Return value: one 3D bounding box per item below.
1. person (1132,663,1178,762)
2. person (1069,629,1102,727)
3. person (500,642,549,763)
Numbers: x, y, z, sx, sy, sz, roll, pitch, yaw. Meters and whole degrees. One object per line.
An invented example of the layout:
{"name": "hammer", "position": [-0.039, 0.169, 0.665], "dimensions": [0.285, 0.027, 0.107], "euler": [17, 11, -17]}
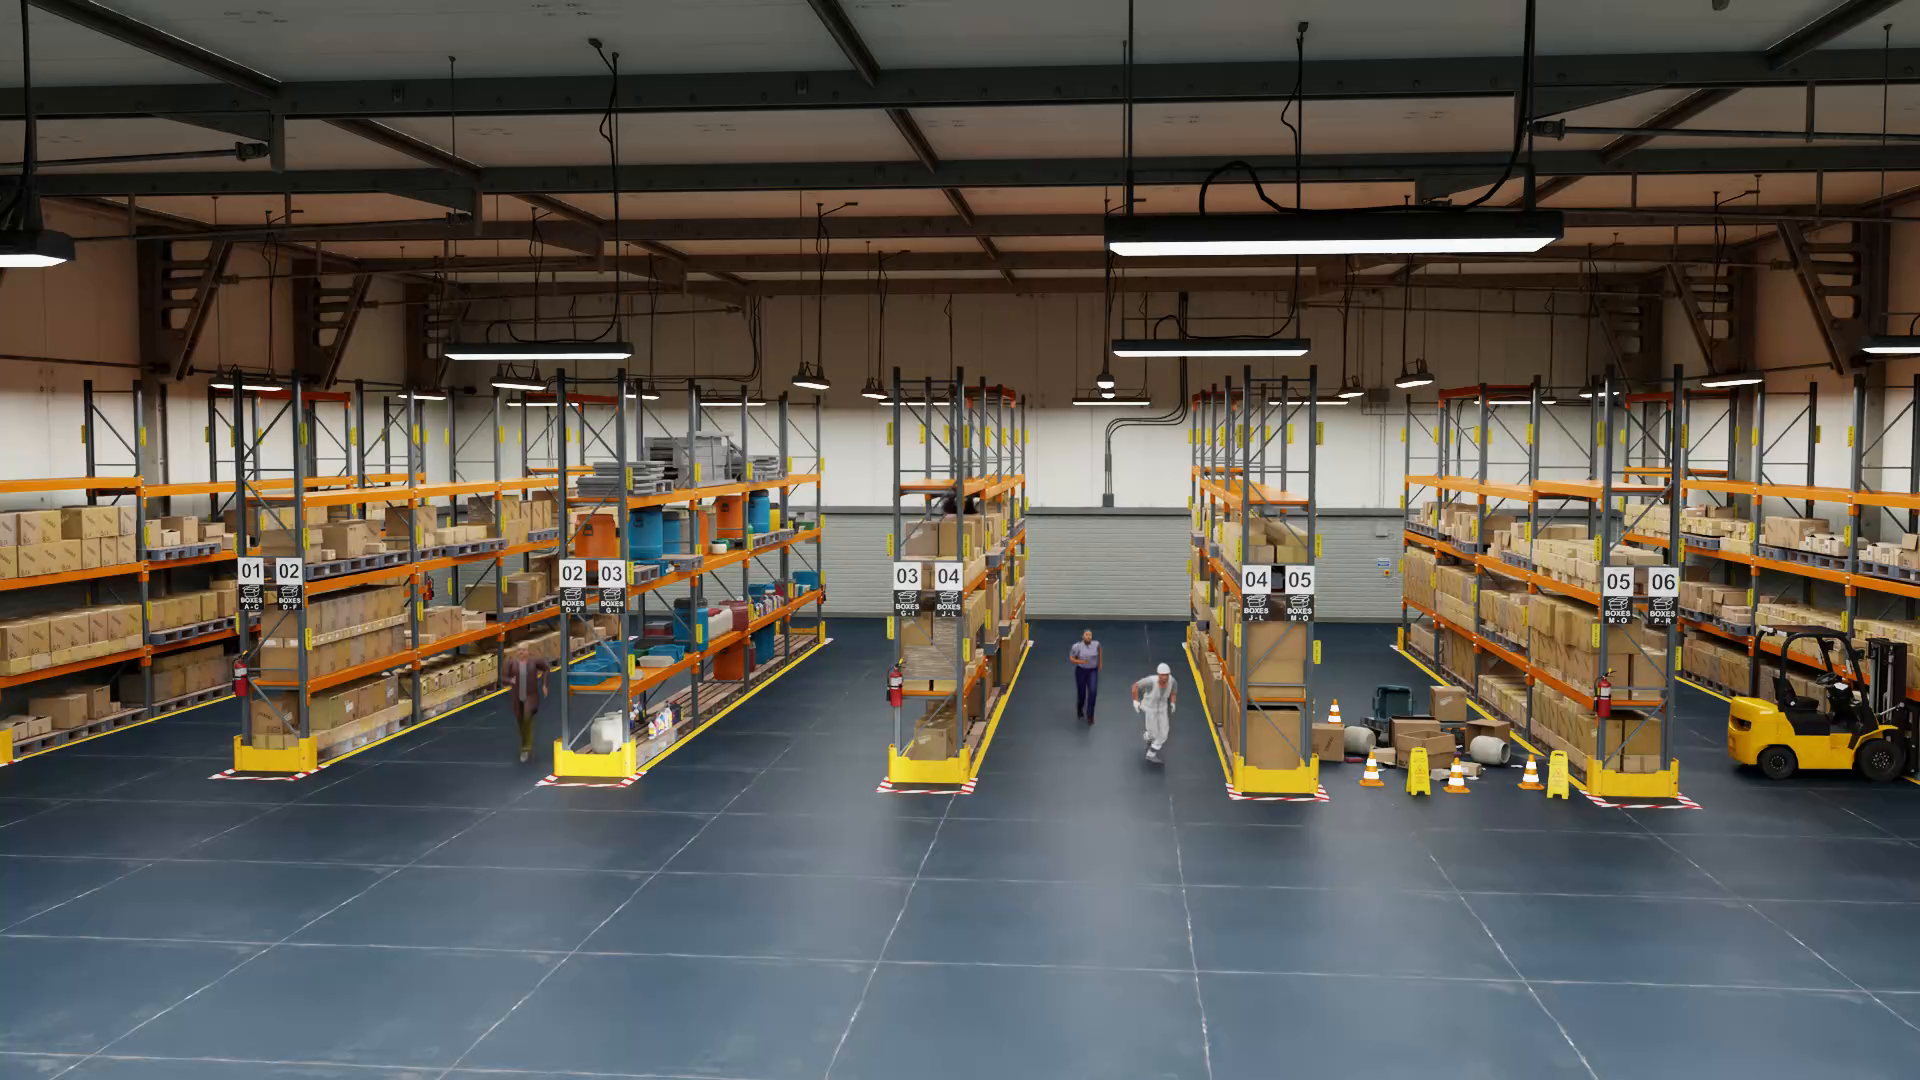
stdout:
{"name": "person", "position": [2.972, 2.640, 25.432], "dimensions": [0.686, 1.583, 0.897], "euler": [-1, 4, -15]}
{"name": "person", "position": [2.203, 2.381, 29.159], "dimensions": [0.620, 1.686, 0.933], "euler": [0, 4, -8]}
{"name": "person", "position": [-6.779, 2.496, 25.901], "dimensions": [0.673, 1.841, 0.950], "euler": [0, 4, 1]}
